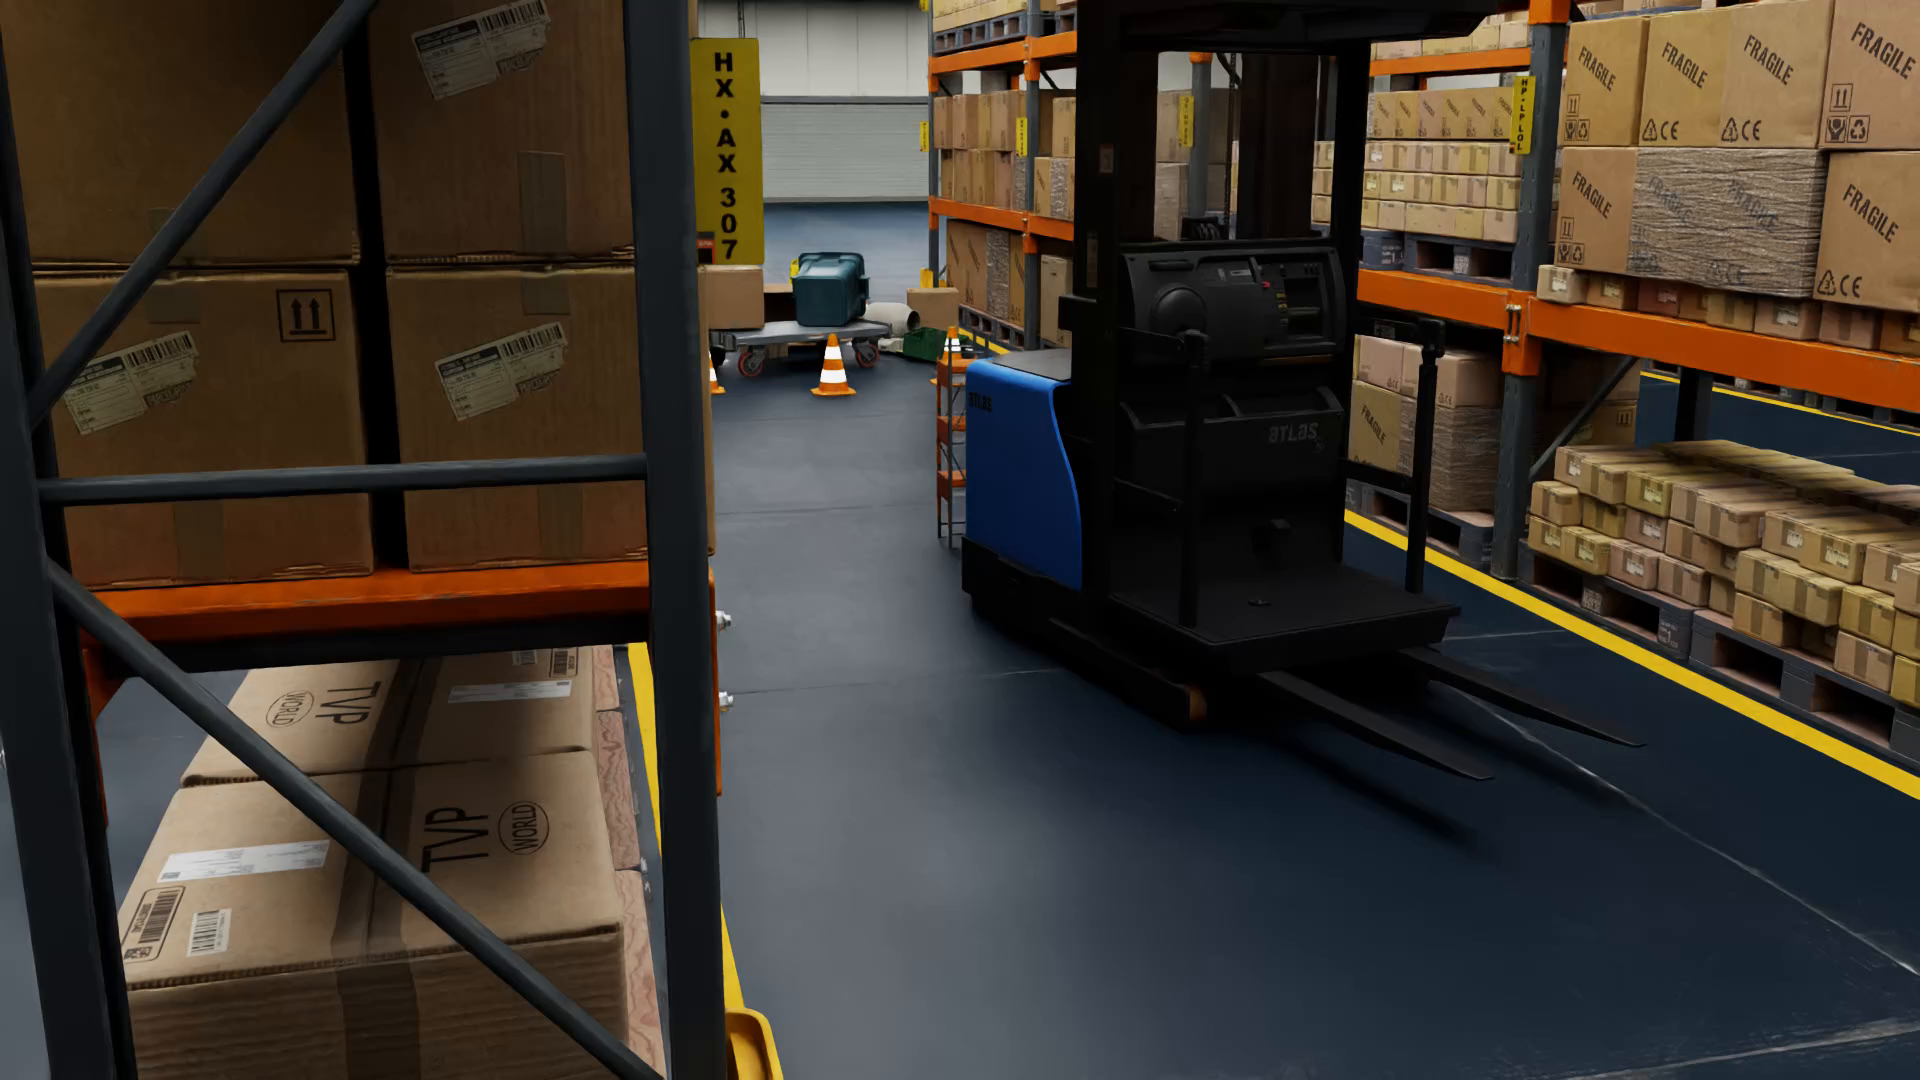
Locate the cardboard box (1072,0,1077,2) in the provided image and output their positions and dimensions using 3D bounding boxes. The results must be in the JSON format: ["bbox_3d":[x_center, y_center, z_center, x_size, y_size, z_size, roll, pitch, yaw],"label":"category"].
[{"bbox_3d":[1.089,-4.484,13.575,0.250,0.149,0.380,-3,14,-13],"label":"cardboard box"}]

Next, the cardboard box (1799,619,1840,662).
[{"bbox_3d":[3.219,0.332,5.869,0.380,0.149,0.250,-3,14,-12],"label":"cardboard box"}]

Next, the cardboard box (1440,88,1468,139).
[{"bbox_3d":[5.323,-4.401,17.175,0.500,0.500,0.500,-3,14,-13],"label":"cardboard box"}]

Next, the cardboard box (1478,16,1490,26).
[{"bbox_3d":[5.367,-5.222,16.635,0.380,0.149,0.250,-4,14,-15],"label":"cardboard box"}]

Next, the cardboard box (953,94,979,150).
[{"bbox_3d":[0.415,-4.323,17.212,0.875,0.550,0.550,-3,14,-13],"label":"cardboard box"}]

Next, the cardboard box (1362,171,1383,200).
[{"bbox_3d":[2.367,-1.915,8.964,0.380,0.149,0.250,-3,14,-13],"label":"cardboard box"}]

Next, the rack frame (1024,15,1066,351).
[{"bbox_3d":[1.086,-3.150,14.998,1.000,3.000,0.127,-3,14,-13],"label":"rack frame"}]

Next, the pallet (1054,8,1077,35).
[{"bbox_3d":[1.350,-4.305,13.811,0.805,0.209,1.217,-4,14,-15],"label":"pallet"}]

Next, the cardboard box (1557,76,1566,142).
[{"bbox_3d":[5.982,-3.707,15.131,1.000,1.000,1.000,-3,14,-13],"label":"cardboard box"}]

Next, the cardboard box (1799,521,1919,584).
[{"bbox_3d":[3.187,0.041,5.808,0.380,0.149,0.250,-3,14,-13],"label":"cardboard box"}]

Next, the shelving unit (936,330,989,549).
[{"bbox_3d":[0.013,-0.498,8.252,0.215,1.050,0.252,-3,14,-13],"label":"shelving unit"}]

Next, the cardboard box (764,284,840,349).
[{"bbox_3d":[-1.540,-2.147,15.869,0.797,0.637,0.503,-3,14,-13],"label":"cardboard box"}]

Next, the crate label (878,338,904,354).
[{"bbox_3d":[-0.628,-1.824,15.604,0.250,0.136,0.298,10,17,35],"label":"crate label"}]

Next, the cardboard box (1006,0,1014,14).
[{"bbox_3d":[0.631,-4.862,15.119,0.380,0.149,0.250,-3,14,-12],"label":"cardboard box"}]

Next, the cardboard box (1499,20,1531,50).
[{"bbox_3d":[5.571,-4.878,16.067,0.500,0.250,0.500,-3,14,-11],"label":"cardboard box"}]

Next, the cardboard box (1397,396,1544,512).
[{"bbox_3d":[2.547,-0.450,8.333,0.500,0.500,0.500,-4,14,-14],"label":"cardboard box"}]

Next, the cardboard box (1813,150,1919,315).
[{"bbox_3d":[3.198,-1.015,5.423,0.500,0.500,0.500,-3,14,-10],"label":"cardboard box"}]

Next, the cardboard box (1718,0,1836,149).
[{"bbox_3d":[3.059,-1.628,5.828,0.500,0.500,0.500,-3,14,-12],"label":"cardboard box"}]

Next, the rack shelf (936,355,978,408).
[{"bbox_3d":[0.013,-0.763,8.187,0.215,0.259,0.240,-3,14,-13],"label":"rack shelf"}]

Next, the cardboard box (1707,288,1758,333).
[{"bbox_3d":[3.014,-0.860,6.154,0.380,0.149,0.250,-3,14,-12],"label":"cardboard box"}]

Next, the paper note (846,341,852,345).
[{"bbox_3d":[-1.011,-1.915,16.217,0.172,0.023,0.155,2,14,6],"label":"paper note"}]

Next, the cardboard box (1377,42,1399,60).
[{"bbox_3d":[4.981,-5.466,18.474,0.500,0.250,0.500,-4,14,-14],"label":"cardboard box"}]

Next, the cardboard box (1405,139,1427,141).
[{"bbox_3d":[5.404,-4.164,18.312,0.875,0.500,0.500,-3,14,-13],"label":"cardboard box"}]

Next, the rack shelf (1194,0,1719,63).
[{"bbox_3d":[2.496,-2.873,9.062,1.077,0.370,4.000,-3,14,-13],"label":"rack shelf"}]

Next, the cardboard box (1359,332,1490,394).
[{"bbox_3d":[2.437,-0.935,8.736,0.500,0.250,0.500,-3,14,-11],"label":"cardboard box"}]

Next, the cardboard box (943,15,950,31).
[{"bbox_3d":[0.035,-5.446,17.514,0.380,0.149,0.250,-3,14,-13],"label":"cardboard box"}]

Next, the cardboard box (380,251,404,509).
[{"bbox_3d":[-1.357,-0.344,3.303,0.500,0.500,0.500,-4,14,-14],"label":"cardboard box"}]

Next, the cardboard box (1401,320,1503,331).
[{"bbox_3d":[2.806,-1.084,9.345,0.500,0.250,0.500,-3,14,-11],"label":"cardboard box"}]

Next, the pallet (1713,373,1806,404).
[{"bbox_3d":[6.689,-1.306,13.327,1.003,0.211,1.213,-3,14,-13],"label":"pallet"}]

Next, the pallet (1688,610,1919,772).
[{"bbox_3d":[3.448,0.486,5.995,1.003,0.211,1.213,-3,14,-13],"label":"pallet"}]

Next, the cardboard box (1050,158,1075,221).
[{"bbox_3d":[1.068,-2.945,13.952,0.500,0.500,0.500,-3,14,-13],"label":"cardboard box"}]

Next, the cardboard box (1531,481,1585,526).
[{"bbox_3d":[2.739,-0.166,7.282,0.380,0.149,0.250,-3,14,-11],"label":"cardboard box"}]

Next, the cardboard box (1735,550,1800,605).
[{"bbox_3d":[3.078,0.130,6.069,0.380,0.149,0.250,-3,14,-14],"label":"cardboard box"}]

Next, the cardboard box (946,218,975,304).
[{"bbox_3d":[0.371,-3.091,18.352,0.875,0.875,0.875,-3,14,-13],"label":"cardboard box"}]

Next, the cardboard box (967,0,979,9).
[{"bbox_3d":[0.367,-5.379,16.397,0.500,0.250,0.500,-3,14,-13],"label":"cardboard box"}]

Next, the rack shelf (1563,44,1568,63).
[{"bbox_3d":[6.401,-4.049,13.875,1.077,0.370,4.000,-3,14,-13],"label":"rack shelf"}]

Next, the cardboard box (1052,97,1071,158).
[{"bbox_3d":[1.209,-3.570,14.400,0.700,0.500,0.500,-4,14,-14],"label":"cardboard box"}]

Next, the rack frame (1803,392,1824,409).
[{"bbox_3d":[6.871,-2.480,12.257,1.000,3.000,0.127,-3,14,-13],"label":"rack frame"}]

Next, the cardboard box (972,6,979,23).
[{"bbox_3d":[0.331,-5.155,16.322,0.380,0.149,0.250,-3,14,-13],"label":"cardboard box"}]

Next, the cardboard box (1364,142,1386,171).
[{"bbox_3d":[2.376,-2.057,8.919,0.380,0.149,0.250,-4,14,-16],"label":"cardboard box"}]

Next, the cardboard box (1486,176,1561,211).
[{"bbox_3d":[2.680,-1.611,7.720,0.380,0.149,0.250,-3,14,-11],"label":"cardboard box"}]

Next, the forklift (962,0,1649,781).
[{"bbox_3d":[1.108,-0.886,5.878,1.130,2.935,3.031,-7,15,-25],"label":"forklift"}]

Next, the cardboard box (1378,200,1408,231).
[{"bbox_3d":[2.432,-1.706,8.733,0.380,0.149,0.250,-4,14,-16],"label":"cardboard box"}]

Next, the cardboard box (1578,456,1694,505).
[{"bbox_3d":[2.852,-0.254,7.016,0.380,0.149,0.250,-3,14,-10],"label":"cardboard box"}]

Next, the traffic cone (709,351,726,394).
[{"bbox_3d":[-2.049,-1.410,13.223,0.336,0.463,0.334,-3,14,-13],"label":"traffic cone"}]

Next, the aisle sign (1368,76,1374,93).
[{"bbox_3d":[4.686,-5.586,19.493,0.394,0.787,0.004,-3,14,-13],"label":"aisle sign"}]

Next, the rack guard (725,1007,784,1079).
[{"bbox_3d":[-0.877,1.138,2.717,1.175,0.500,0.348,-3,14,-13],"label":"rack guard"}]

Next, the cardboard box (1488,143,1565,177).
[{"bbox_3d":[2.681,-1.757,7.688,0.380,0.149,0.250,-3,14,-11],"label":"cardboard box"}]

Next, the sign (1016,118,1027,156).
[{"bbox_3d":[0.547,-3.577,14.758,0.100,0.325,0.005,-3,14,-13],"label":"sign"}]

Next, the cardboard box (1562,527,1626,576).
[{"bbox_3d":[2.801,0.040,7.064,0.380,0.149,0.250,-3,14,-12],"label":"cardboard box"}]

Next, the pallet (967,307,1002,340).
[{"bbox_3d":[0.694,-2.257,17.219,1.003,0.211,1.213,-3,14,-13],"label":"pallet"}]

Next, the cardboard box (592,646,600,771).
[{"bbox_3d":[-1.569,0.393,5.011,0.875,0.438,0.875,-4,14,-15],"label":"cardboard box"}]

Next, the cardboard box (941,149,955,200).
[{"bbox_3d":[0.278,-4.062,18.418,0.875,0.550,0.550,-3,14,-13],"label":"cardboard box"}]

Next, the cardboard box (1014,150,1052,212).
[{"bbox_3d":[0.988,-3.307,15.326,0.875,0.550,0.550,-3,14,-13],"label":"cardboard box"}]

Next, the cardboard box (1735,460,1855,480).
[{"bbox_3d":[3.466,-0.231,6.920,0.380,0.149,0.250,-3,14,-14],"label":"cardboard box"}]
